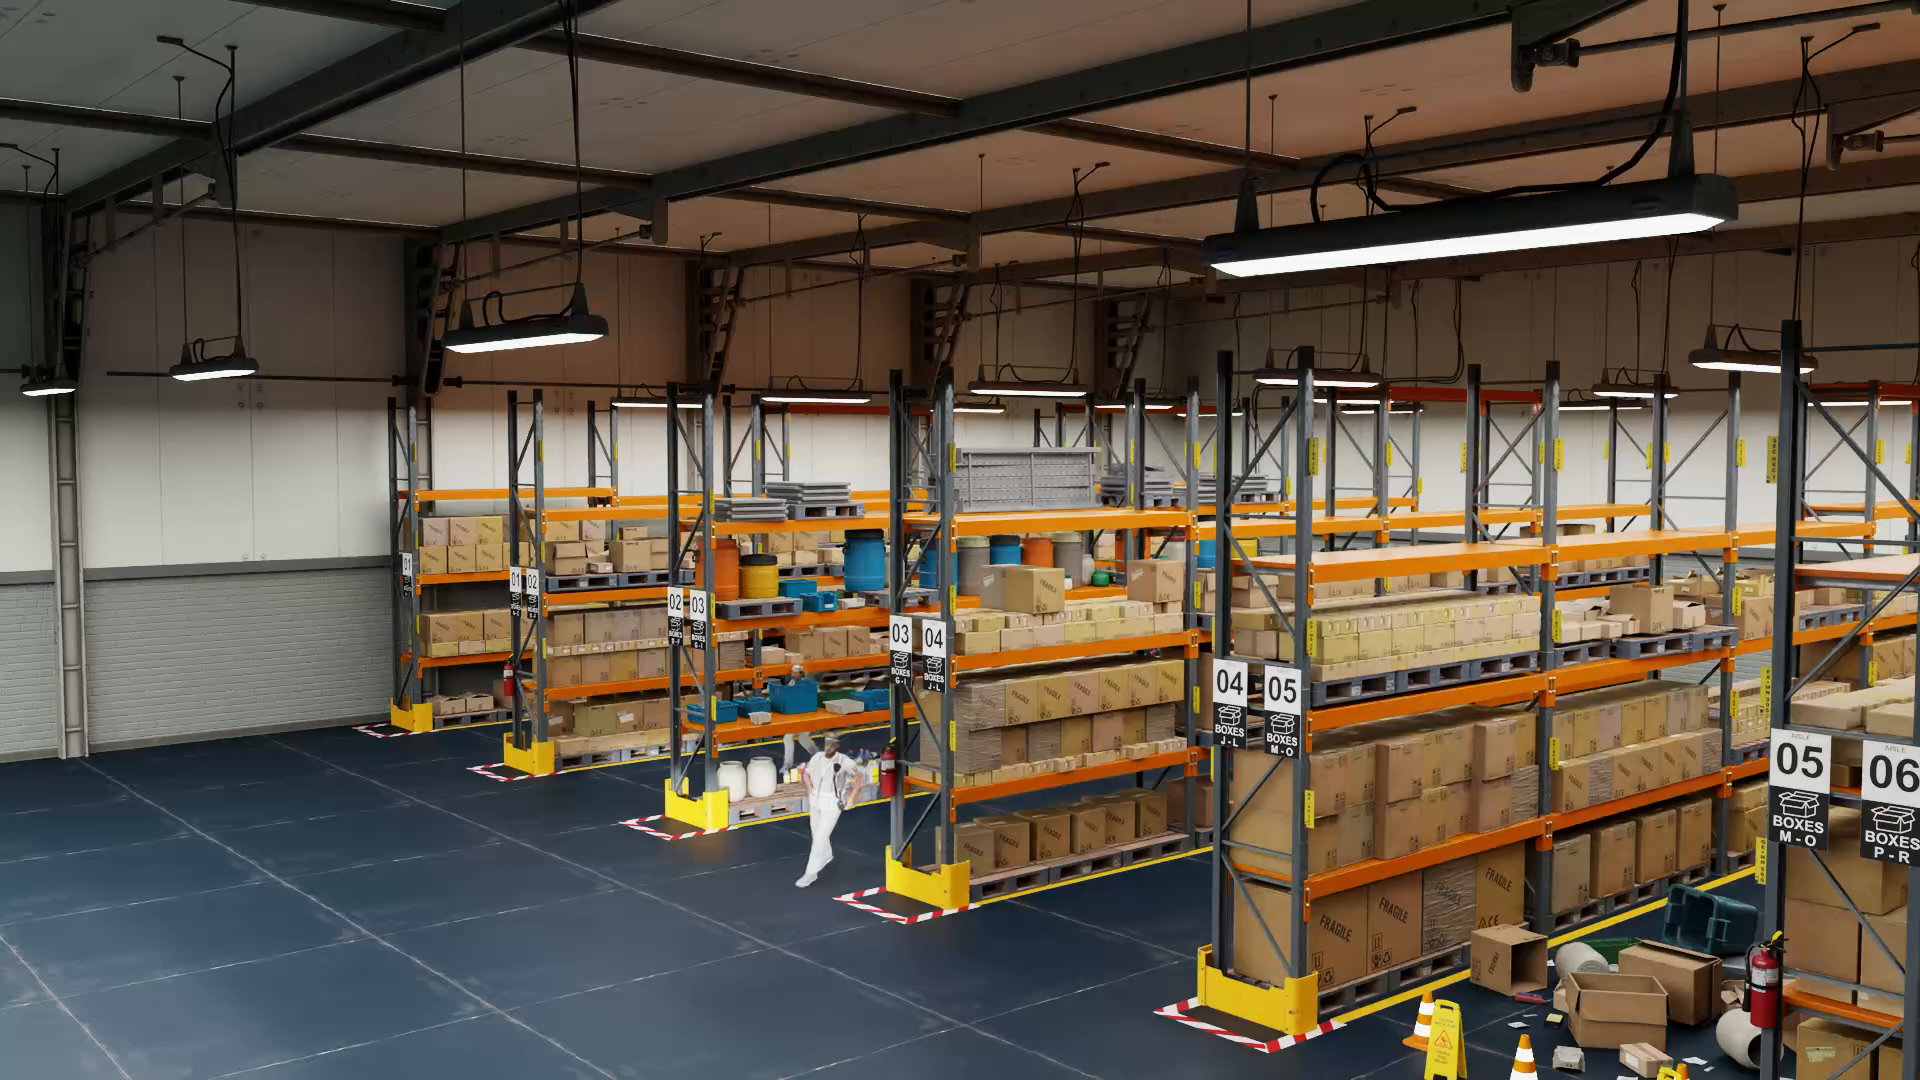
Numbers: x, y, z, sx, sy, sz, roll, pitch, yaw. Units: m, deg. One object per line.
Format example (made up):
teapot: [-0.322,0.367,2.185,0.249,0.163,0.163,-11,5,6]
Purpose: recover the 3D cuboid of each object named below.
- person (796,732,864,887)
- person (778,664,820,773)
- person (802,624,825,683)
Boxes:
person: [-1.564,3.102,19.545,0.728,1.724,0.890,2,4,28]
person: [-2.541,2.803,26.270,0.603,1.692,0.781,3,4,41]
person: [-2.769,2.465,31.869,0.647,1.700,0.653,-3,4,-37]
